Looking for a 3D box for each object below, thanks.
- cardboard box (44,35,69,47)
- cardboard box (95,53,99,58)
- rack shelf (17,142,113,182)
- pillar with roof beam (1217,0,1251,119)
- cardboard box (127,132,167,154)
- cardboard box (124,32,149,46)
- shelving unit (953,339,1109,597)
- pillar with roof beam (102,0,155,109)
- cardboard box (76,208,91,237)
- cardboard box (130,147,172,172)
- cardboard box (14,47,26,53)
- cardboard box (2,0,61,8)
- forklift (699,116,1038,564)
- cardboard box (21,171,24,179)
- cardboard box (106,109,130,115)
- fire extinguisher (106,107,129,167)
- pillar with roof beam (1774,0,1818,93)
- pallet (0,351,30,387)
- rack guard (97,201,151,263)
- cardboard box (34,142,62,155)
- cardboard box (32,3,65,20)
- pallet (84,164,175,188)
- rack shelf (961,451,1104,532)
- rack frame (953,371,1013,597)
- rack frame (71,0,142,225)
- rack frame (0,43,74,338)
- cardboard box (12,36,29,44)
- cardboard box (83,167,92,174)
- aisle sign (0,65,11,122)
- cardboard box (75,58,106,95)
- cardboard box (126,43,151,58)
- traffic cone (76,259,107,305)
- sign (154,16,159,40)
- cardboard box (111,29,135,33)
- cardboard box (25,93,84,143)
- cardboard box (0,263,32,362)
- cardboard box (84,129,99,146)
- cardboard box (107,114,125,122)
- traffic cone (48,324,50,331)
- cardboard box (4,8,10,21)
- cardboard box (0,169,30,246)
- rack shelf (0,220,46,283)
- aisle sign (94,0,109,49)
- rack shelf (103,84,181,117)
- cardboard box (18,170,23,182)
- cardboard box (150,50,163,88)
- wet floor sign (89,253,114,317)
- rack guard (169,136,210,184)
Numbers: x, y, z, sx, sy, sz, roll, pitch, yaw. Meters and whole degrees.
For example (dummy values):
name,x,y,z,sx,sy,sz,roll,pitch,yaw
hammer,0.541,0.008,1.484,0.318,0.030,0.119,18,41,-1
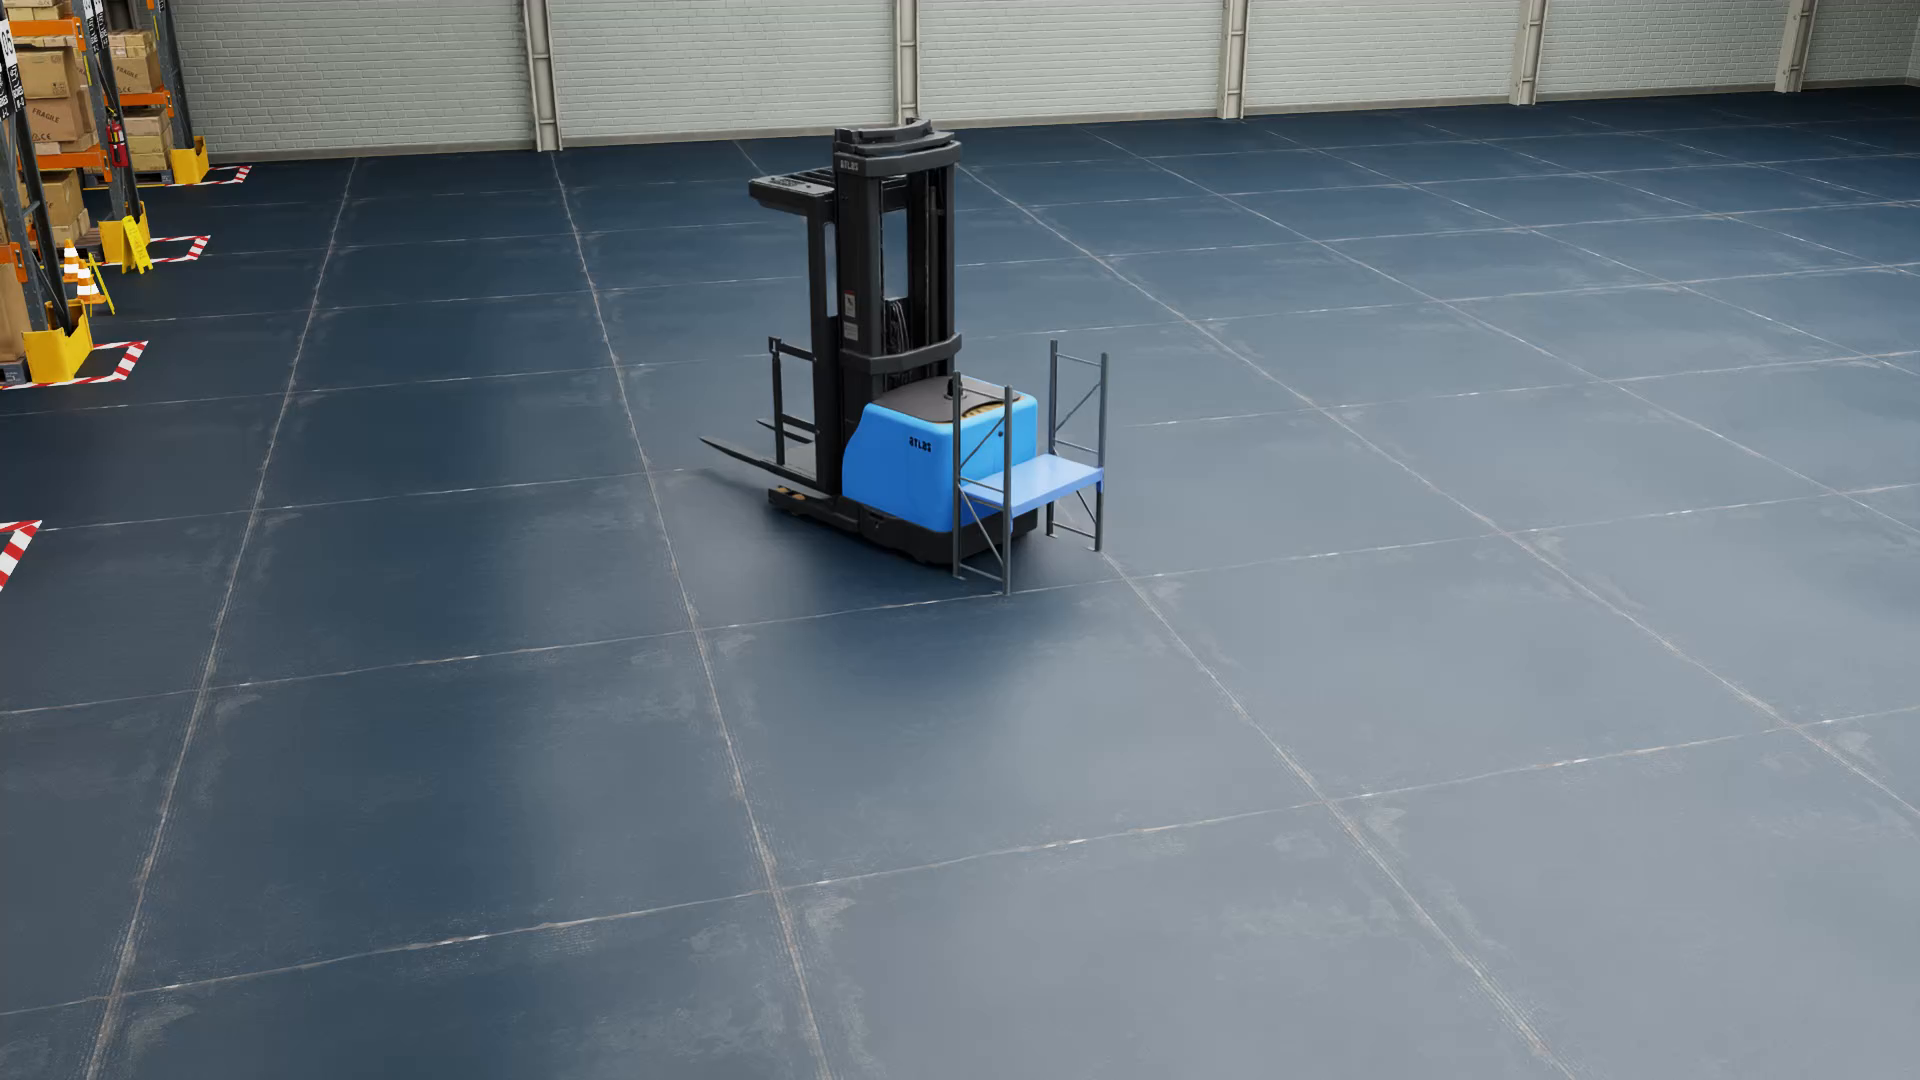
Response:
name,x,y,z,sx,sy,sz,roll,pitch,yaw
cardboard box,-12.786,-7.051,23.553,0.250,0.149,0.380,-6,24,-13
cardboard box,-12.306,-6.991,23.790,0.250,0.149,0.380,-6,24,-13
rack shelf,-12.125,-4.405,19.625,4.000,0.370,1.077,-6,24,-14
pillar with roof beam,6.037,-10.141,24.472,0.400,9.000,9.100,-6,24,-14
cardboard box,-11.928,-5.822,24.334,0.500,0.250,0.500,-7,24,-15
cardboard box,-11.831,-7.196,23.889,0.250,0.149,0.380,-6,24,-14
shelving unit,0.490,-0.515,11.549,0.538,1.500,1.048,20,30,38
pillar with roof beam,-11.294,-8.224,20.004,0.400,9.000,9.100,-6,24,-14
cardboard box,-11.050,-3.898,20.484,0.500,0.250,0.500,-7,24,-15
cardboard box,-11.910,-5.593,24.434,0.500,0.250,0.500,-6,24,-14
cardboard box,-11.121,-5.403,19.266,0.500,0.500,0.700,-6,24,-14
cardboard box,-10.619,-6.239,18.994,0.500,0.250,0.500,-7,24,-15
forklift,-0.831,-1.659,12.399,3.031,2.935,1.130,21,31,40
cardboard box,-11.575,-4.182,20.196,0.500,0.500,0.500,-7,24,-16
cardboard box,-12.537,-6.188,24.554,0.500,0.250,0.500,-6,24,-14
fire extinguisher,-9.964,-4.751,19.616,0.183,0.674,0.296,-6,24,-14
pillar with roof beam,17.591,-11.419,27.451,0.400,9.000,9.100,-6,24,-14
pallet,-9.513,-1.684,15.907,1.213,0.211,1.003,-6,24,-14
rack guard,-10.272,-3.792,20.454,0.348,0.500,1.175,-6,24,-14
cardboard box,-10.715,-4.643,19.586,0.250,0.149,0.380,-7,24,-15
cardboard box,-10.467,-6.068,19.102,0.250,0.149,0.380,-6,24,-14
pallet,-12.268,-5.454,24.694,1.213,0.211,1.003,-6,24,-14
rack shelf,0.490,-0.350,11.620,0.538,0.185,1.000,20,30,38
rack frame,0.146,-0.367,11.204,0.500,1.500,0.032,20,30,38
rack frame,-10.199,-4.949,19.980,0.127,3.000,1.000,-6,24,-14
rack frame,-8.764,-3.081,15.625,0.127,3.000,1.000,-6,24,-14
cardboard box,-13.307,-7.030,23.503,0.250,0.149,0.380,-6,24,-14
cardboard box,-12.876,-5.493,24.203,0.500,0.250,0.500,-6,24,-14
aisle sign,-8.615,-4.169,14.865,0.004,0.787,0.394,-6,24,-14
cardboard box,-12.448,-6.675,23.876,0.500,0.500,0.500,-6,24,-13
cardboard box,-11.801,-7.034,23.889,0.250,0.149,0.380,-6,24,-14
traffic cone,-9.637,-2.863,18.334,0.334,0.463,0.336,-6,24,-14
sign,-11.410,-7.267,23.613,0.005,0.325,0.100,-6,24,-14
cardboard box,-12.197,-7.355,24.260,0.250,0.149,0.380,-5,24,-13
cardboard box,-10.647,-4.969,19.523,0.500,0.500,0.500,-7,24,-15
cardboard box,-9.400,-2.200,15.735,0.875,0.875,0.875,-6,24,-14
cardboard box,-10.582,-4.876,20.128,0.250,0.149,0.380,-6,24,-14
cardboard box,-12.392,-5.998,24.111,0.500,0.250,0.500,-6,24,-13
traffic cone,-9.659,-2.397,17.250,0.334,0.463,0.336,-6,24,-14
cardboard box,-10.963,-6.014,18.975,0.250,0.149,0.380,-6,24,-13
cardboard box,-9.110,-3.093,15.464,0.550,0.550,0.875,-6,24,-14
rack shelf,-10.690,-2.537,15.271,4.000,0.370,1.077,-6,24,-14
aisle sign,-10.223,-6.268,19.757,0.004,0.787,0.394,-6,24,-14
rack shelf,-13.469,-6.290,24.016,4.000,0.370,1.077,-6,24,-14
cardboard box,-11.235,-4.272,19.584,0.250,0.149,0.380,-6,24,-13
cardboard box,-12.095,-6.932,24.474,0.500,0.500,0.500,-6,24,-13
wet floor sign,-9.271,-2.753,17.849,0.232,0.644,0.267,-11,25,-23
rack guard,-11.520,-5.687,24.870,0.348,0.500,1.175,-6,24,-14
